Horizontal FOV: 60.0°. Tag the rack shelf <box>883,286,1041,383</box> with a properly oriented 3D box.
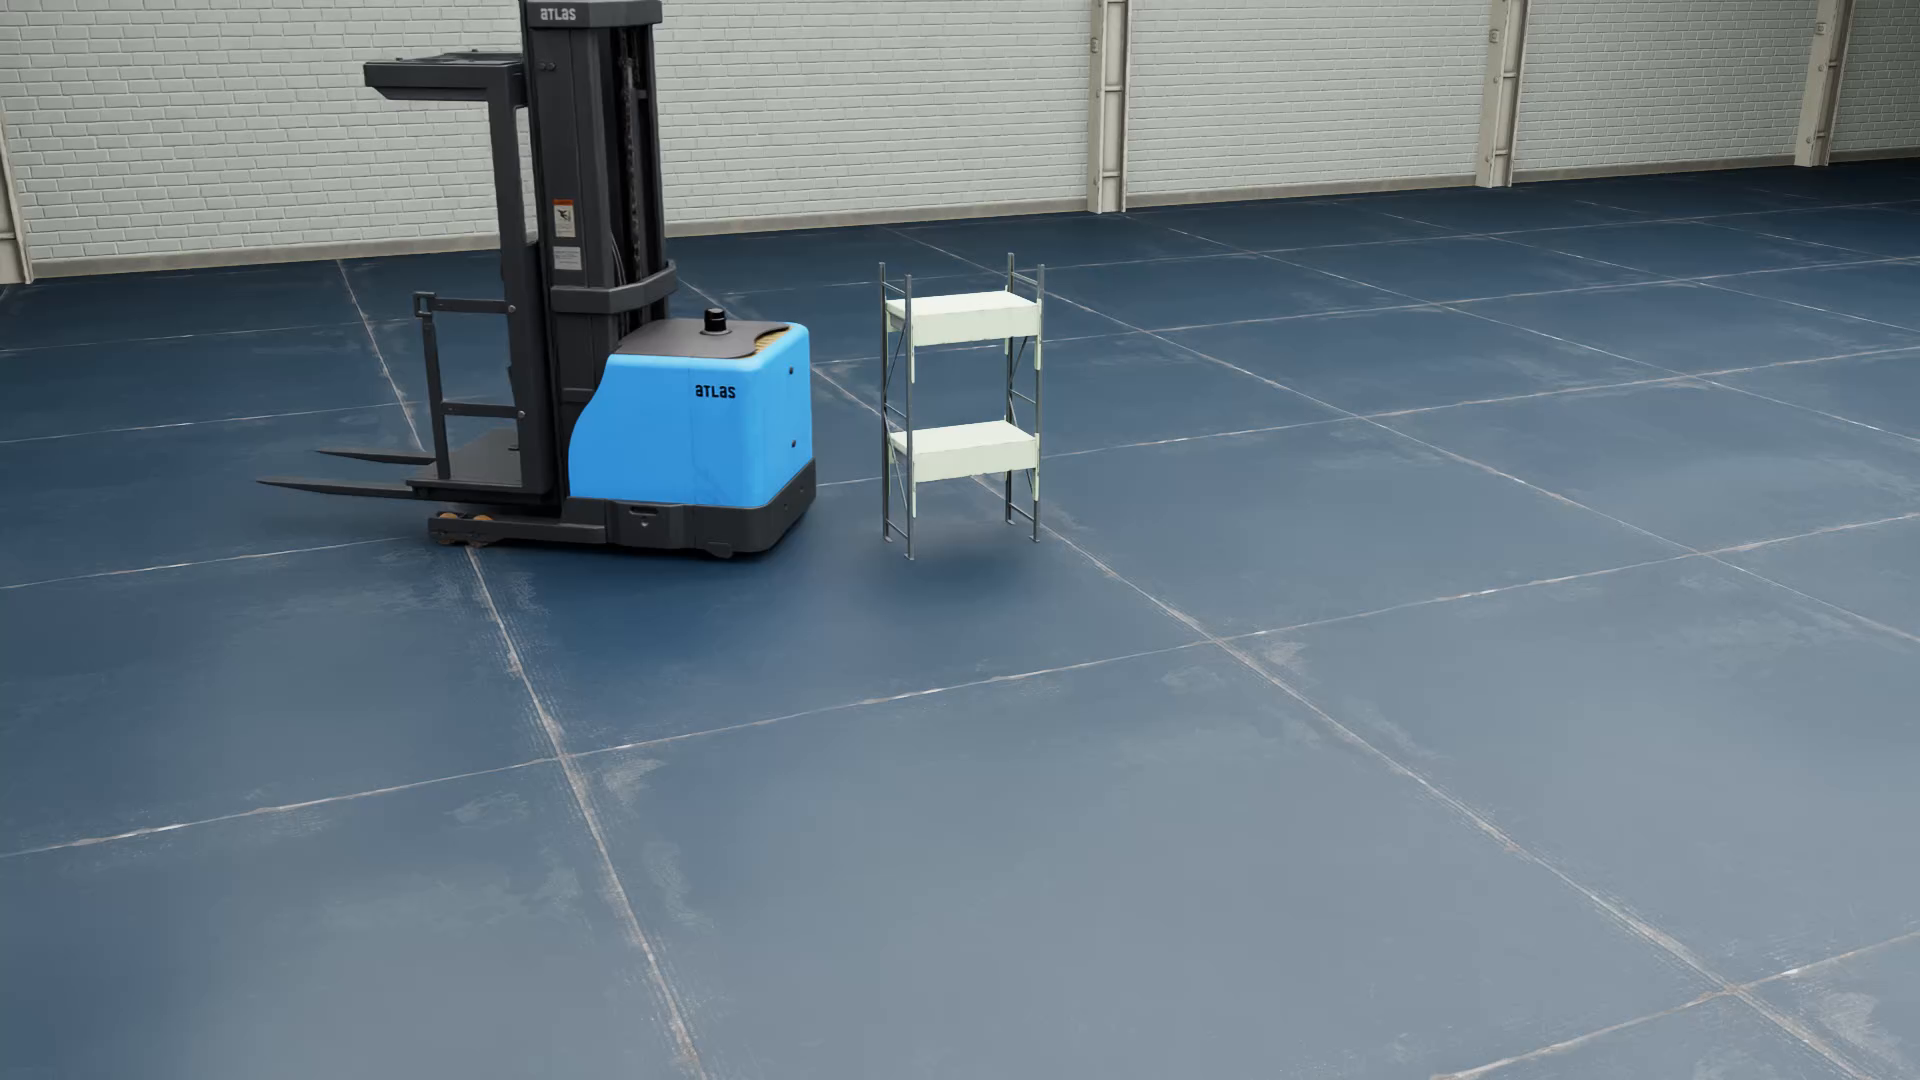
[{"bbox_3d":[0.006,-1.076,8.646,0.720,0.370,0.431,-8,21,-22],"label":"rack shelf"}]

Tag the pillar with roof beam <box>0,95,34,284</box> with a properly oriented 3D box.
[{"bbox_3d":[-7.505,-5.431,10.897,0.400,9.000,9.100,-8,21,-22],"label":"pillar with roof beam"}]

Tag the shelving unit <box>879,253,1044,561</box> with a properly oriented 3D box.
[{"bbox_3d":[0.006,-0.708,8.775,0.755,1.500,0.431,-8,21,-22],"label":"shelving unit"}]

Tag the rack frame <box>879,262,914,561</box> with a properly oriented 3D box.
[{"bbox_3d":[-0.330,-0.660,8.639,0.023,1.500,0.400,-8,21,-22],"label":"rack frame"}]

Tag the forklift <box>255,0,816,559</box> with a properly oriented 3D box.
[{"bbox_3d":[-2.390,-1.513,8.906,3.031,2.935,1.130,4,20,11],"label":"forklift"}]

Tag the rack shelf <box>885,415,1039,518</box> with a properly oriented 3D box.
[{"bbox_3d":[0.006,-0.401,8.884,0.720,0.370,0.431,-8,21,-22],"label":"rack shelf"}]

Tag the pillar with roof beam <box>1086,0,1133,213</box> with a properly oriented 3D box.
[{"bbox_3d":[3.513,-7.010,15.381,0.400,9.000,9.100,-8,21,-22],"label":"pillar with roof beam"}]

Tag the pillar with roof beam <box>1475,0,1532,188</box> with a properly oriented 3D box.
[{"bbox_3d":[9.023,-7.799,17.622,0.400,9.000,9.100,-8,21,-22],"label":"pillar with roof beam"}]

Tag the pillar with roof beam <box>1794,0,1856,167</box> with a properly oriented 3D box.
[{"bbox_3d":[14.532,-8.588,19.864,0.400,9.000,9.100,-8,21,-22],"label":"pillar with roof beam"}]

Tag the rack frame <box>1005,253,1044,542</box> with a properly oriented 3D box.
[{"bbox_3d":[0.342,-0.756,8.912,0.023,1.500,0.400,-8,21,-22],"label":"rack frame"}]
